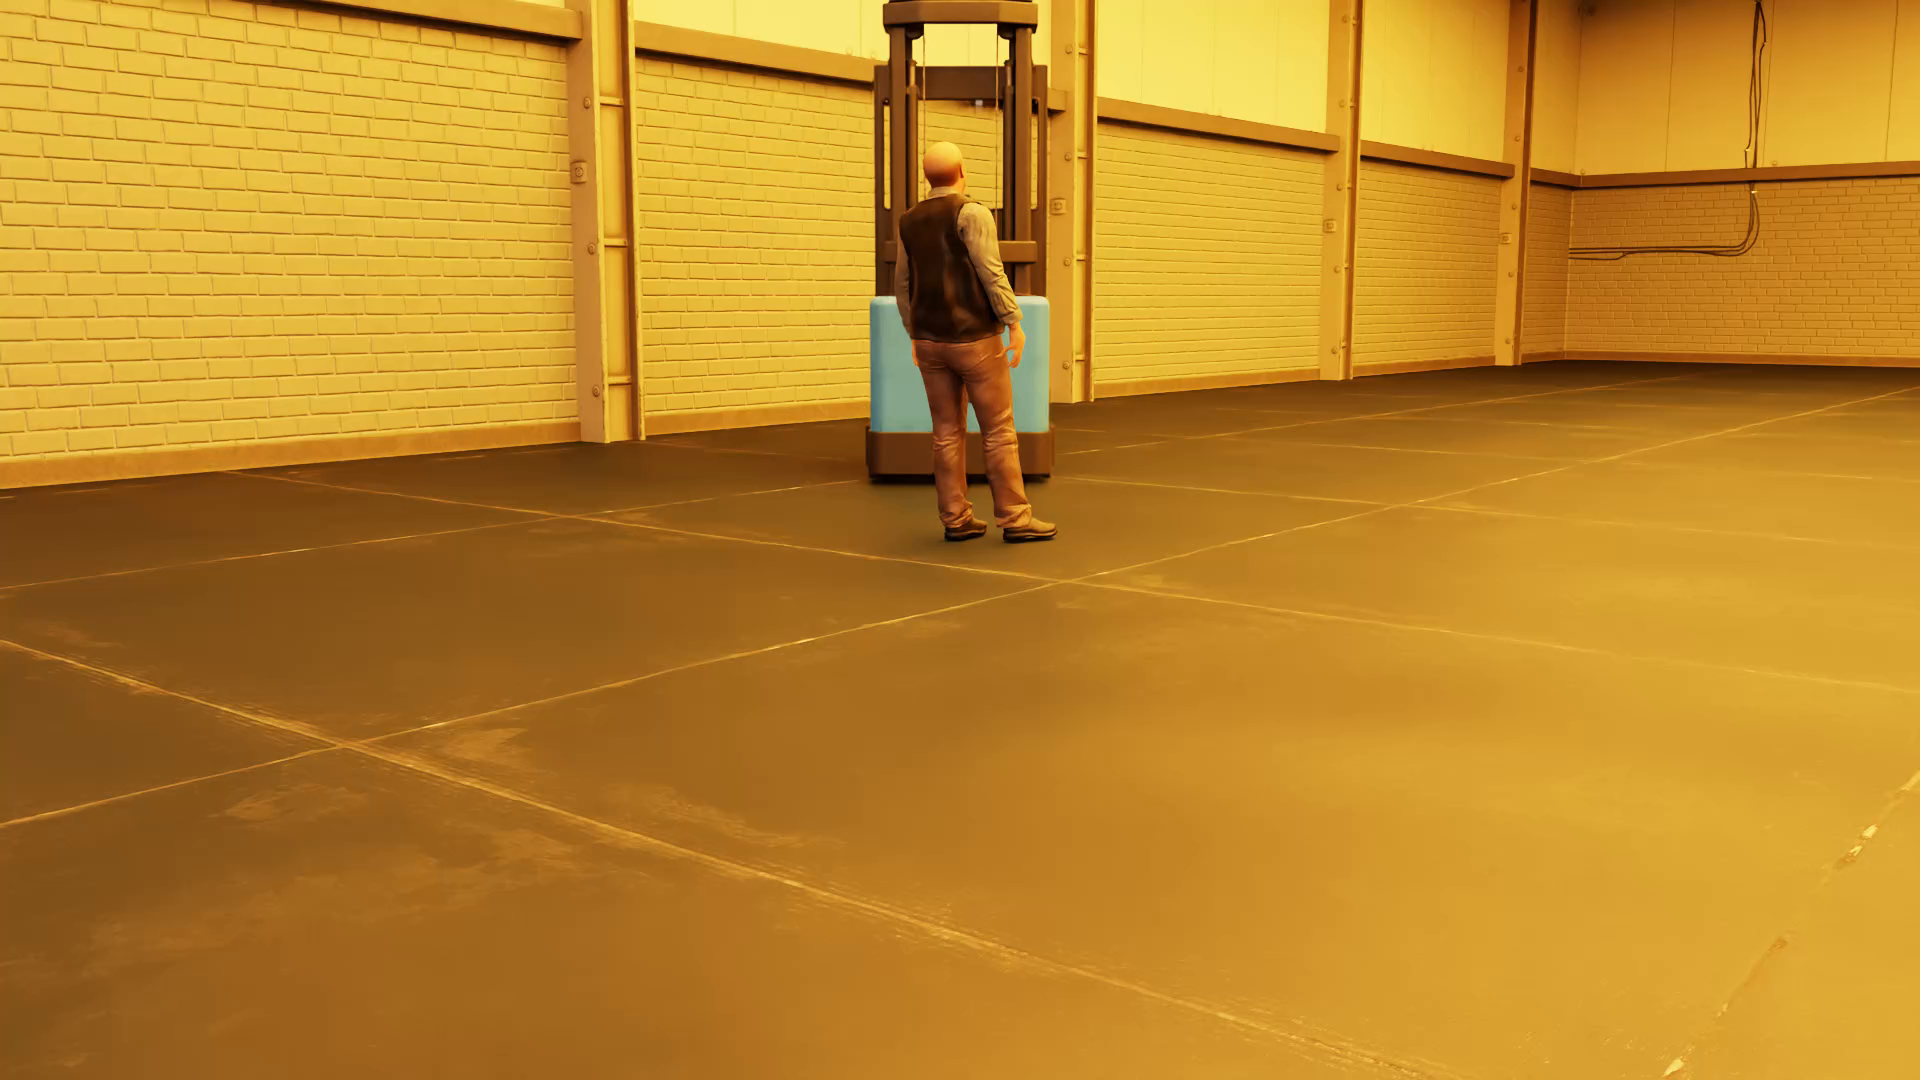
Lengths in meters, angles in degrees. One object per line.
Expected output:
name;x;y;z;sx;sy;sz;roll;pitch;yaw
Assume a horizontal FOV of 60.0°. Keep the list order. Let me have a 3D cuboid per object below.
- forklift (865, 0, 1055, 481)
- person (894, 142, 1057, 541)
forklift;0.007;-1.971;10.748;1.130;2.935;3.031;0;8;0
person;0.045;-0.865;7.323;0.633;1.722;0.566;7;11;38
